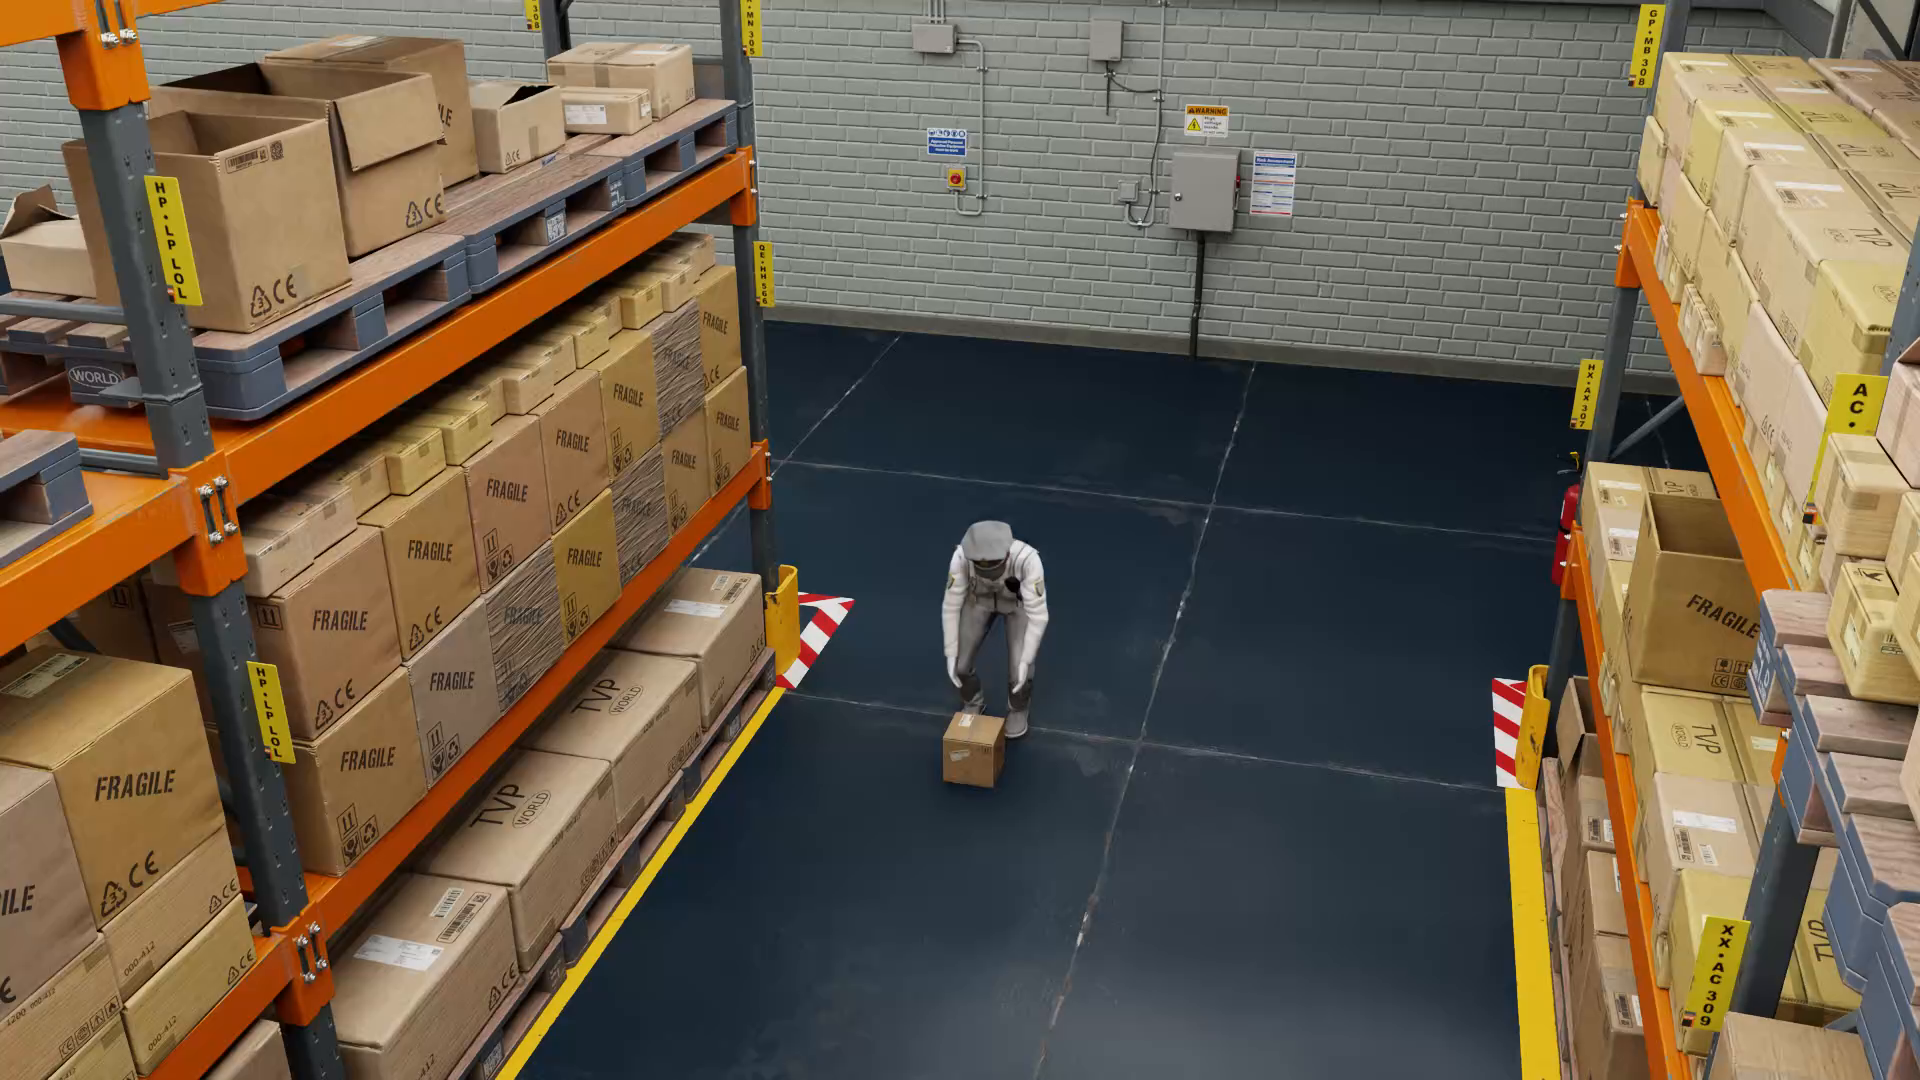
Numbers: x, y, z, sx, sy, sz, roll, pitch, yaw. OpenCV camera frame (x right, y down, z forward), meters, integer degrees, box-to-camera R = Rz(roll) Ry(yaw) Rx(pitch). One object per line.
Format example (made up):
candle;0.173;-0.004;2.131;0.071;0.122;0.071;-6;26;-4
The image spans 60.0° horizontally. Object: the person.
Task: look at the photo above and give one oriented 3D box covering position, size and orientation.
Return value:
person;0.192;0.411;8.221;0.531;1.263;0.765;6;26;13
